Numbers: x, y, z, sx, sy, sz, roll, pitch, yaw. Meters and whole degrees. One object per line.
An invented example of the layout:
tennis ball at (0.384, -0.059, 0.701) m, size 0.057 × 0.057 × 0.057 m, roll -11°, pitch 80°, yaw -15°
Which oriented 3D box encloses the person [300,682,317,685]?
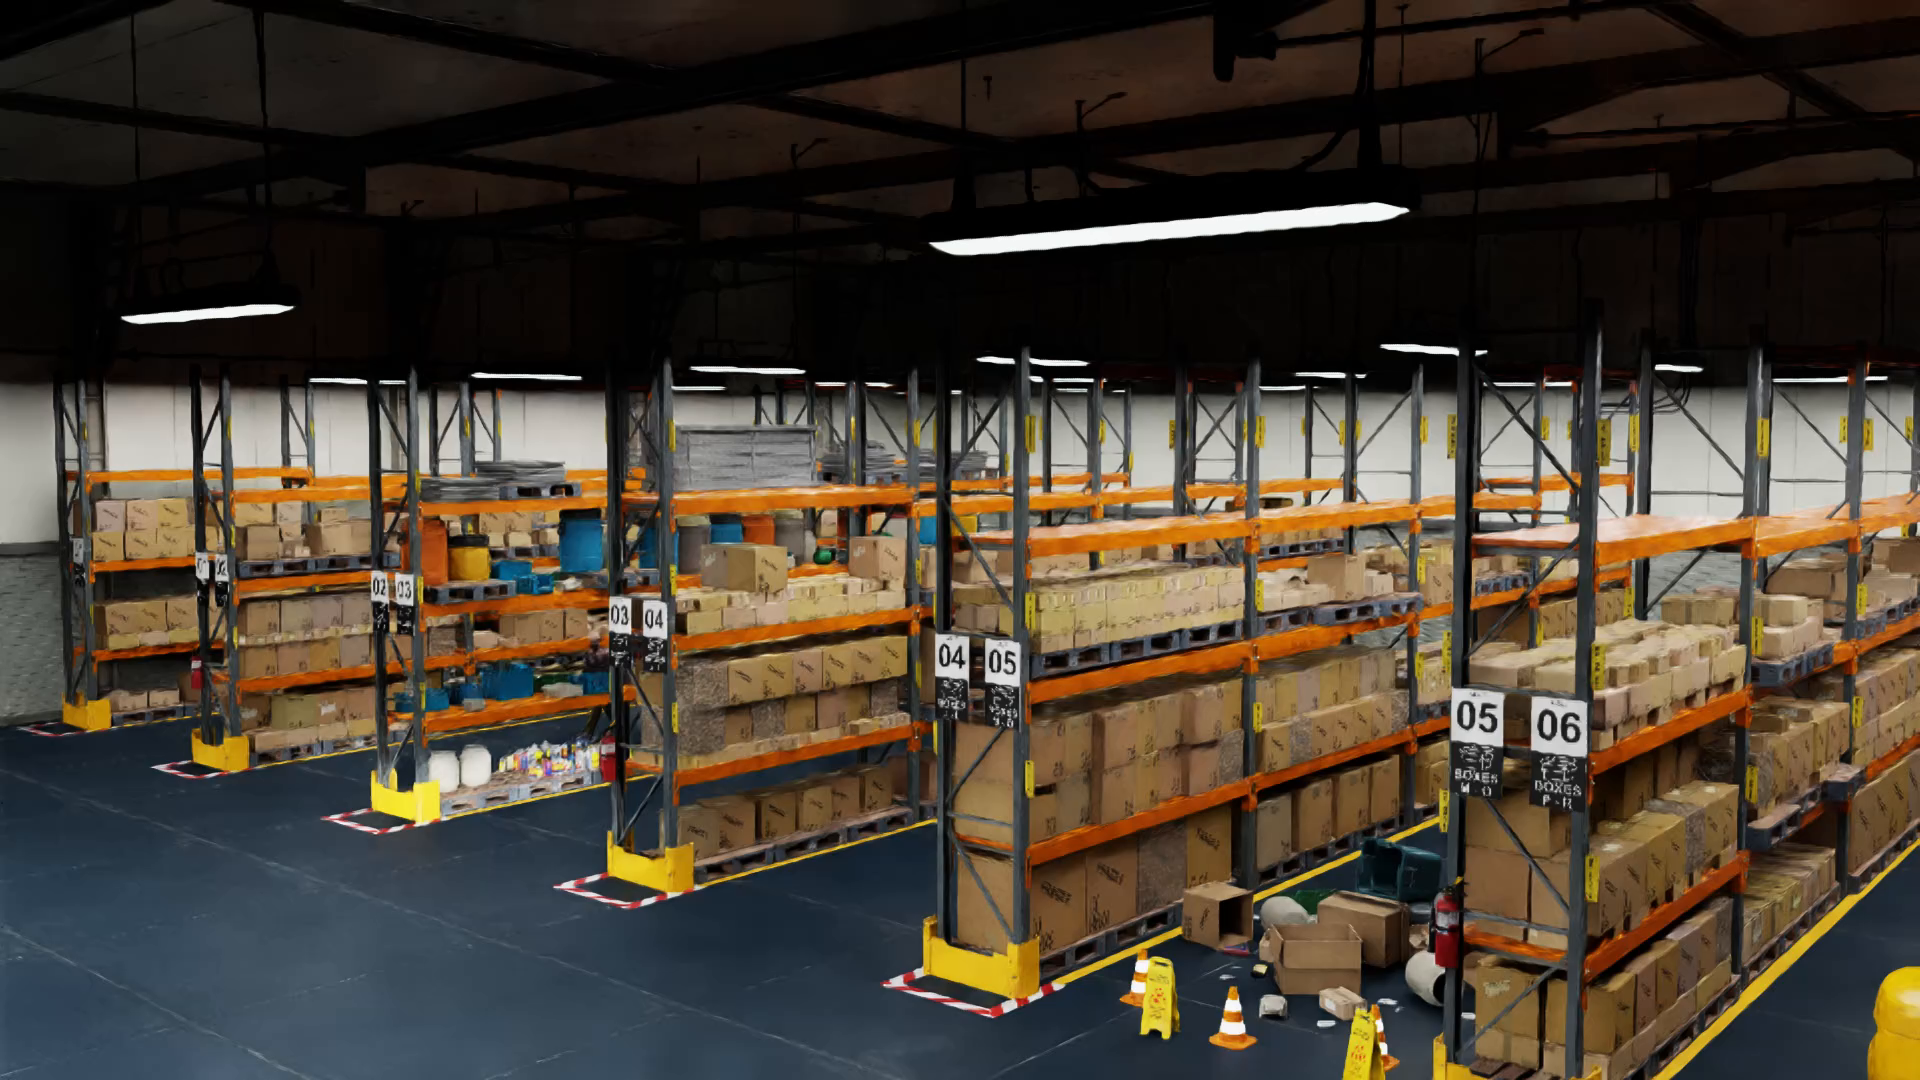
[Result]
person at (-11.643, 2.108, 29.700) m, size 0.468 × 1.794 × 0.625 m, roll 1°, pitch 4°, yaw 17°

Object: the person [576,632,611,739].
person at (-5.898, 2.340, 27.046) m, size 0.601 × 1.694 × 1.186 m, roll 3°, pitch 5°, yaw 38°
